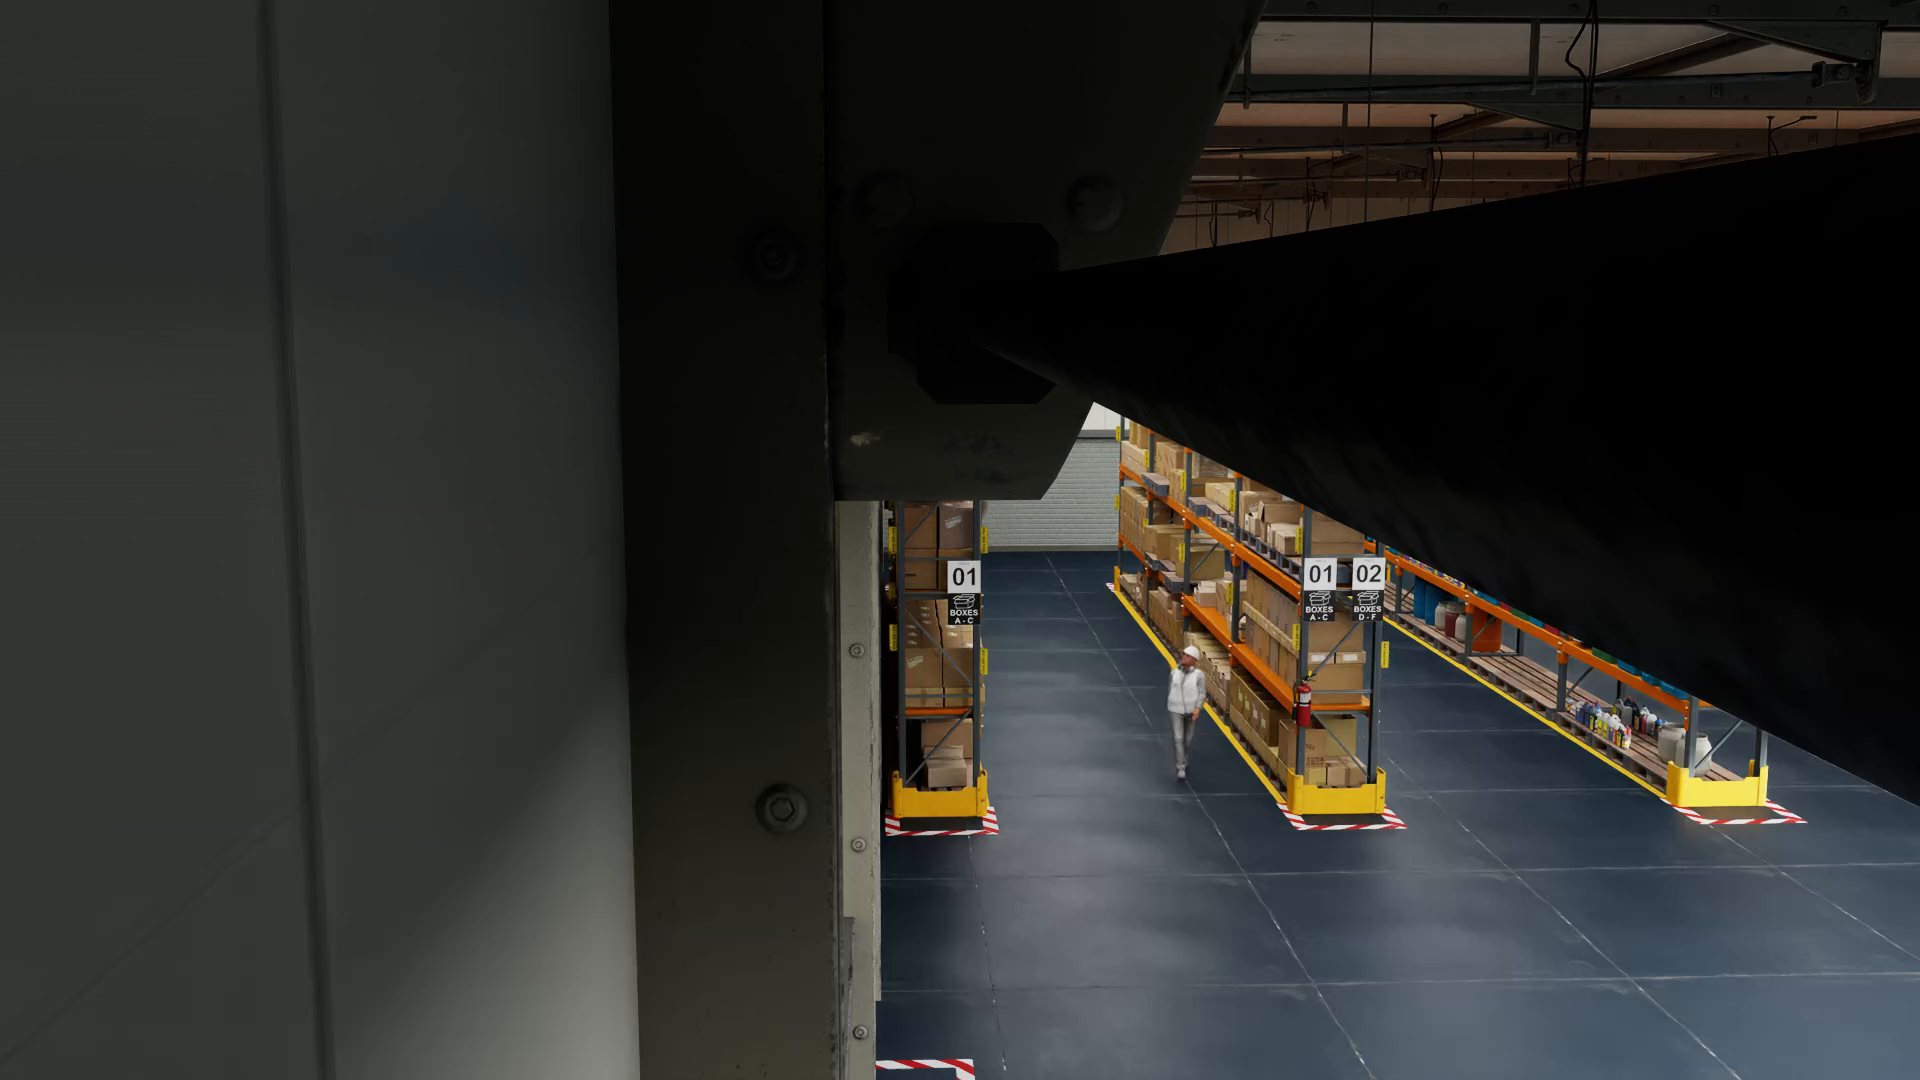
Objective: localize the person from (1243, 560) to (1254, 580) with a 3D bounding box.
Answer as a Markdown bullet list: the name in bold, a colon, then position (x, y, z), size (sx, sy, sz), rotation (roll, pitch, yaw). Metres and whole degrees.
- **person**: position (6.176, 0.445, 35.340), size (0.508, 1.602, 0.665), rotation (-1, 8, -5)

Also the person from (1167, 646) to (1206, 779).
- **person**: position (3.030, 2.286, 22.248), size (0.495, 1.705, 1.045), rotation (-1, 8, -4)
